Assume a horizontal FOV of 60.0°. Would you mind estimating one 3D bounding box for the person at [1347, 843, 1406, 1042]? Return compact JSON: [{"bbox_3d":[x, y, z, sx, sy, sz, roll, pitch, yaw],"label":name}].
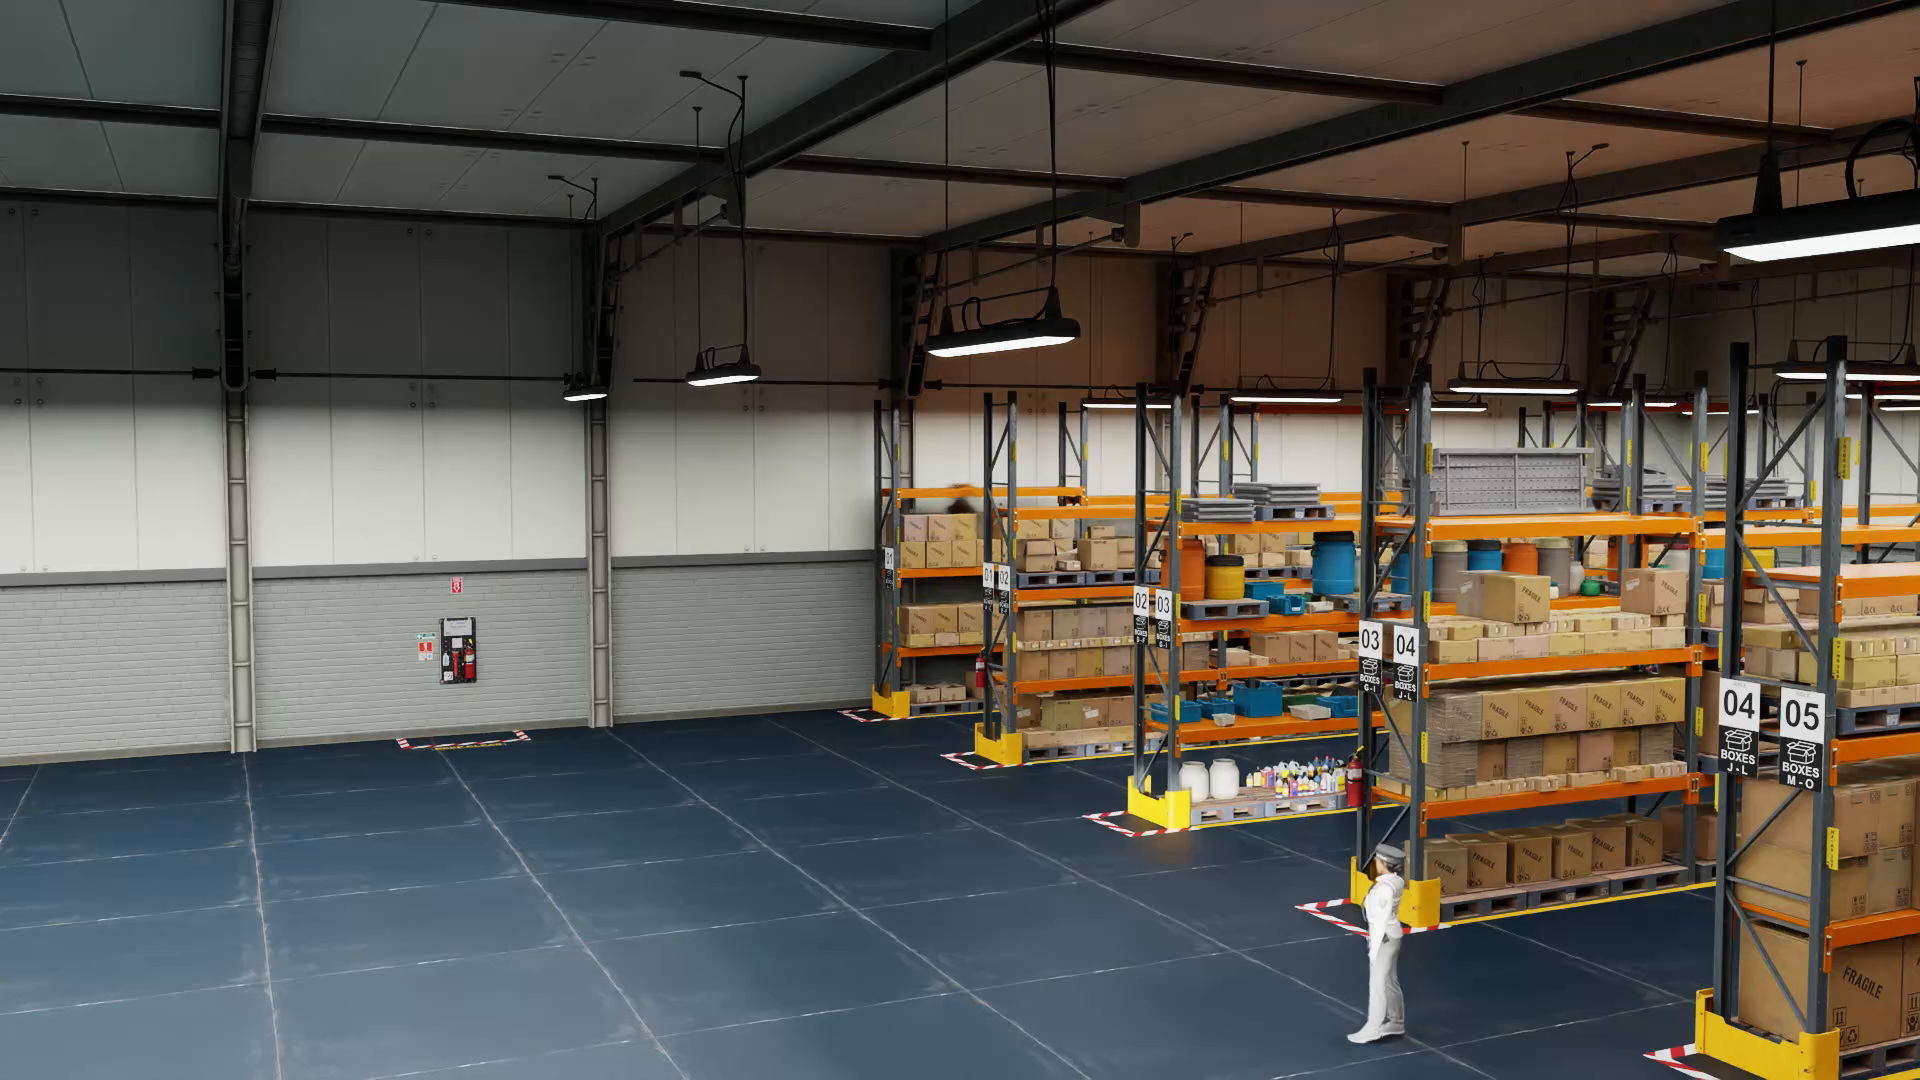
[{"bbox_3d":[3.620,3.488,14.425,0.495,1.703,0.498,1,3,11],"label":"person"}]
